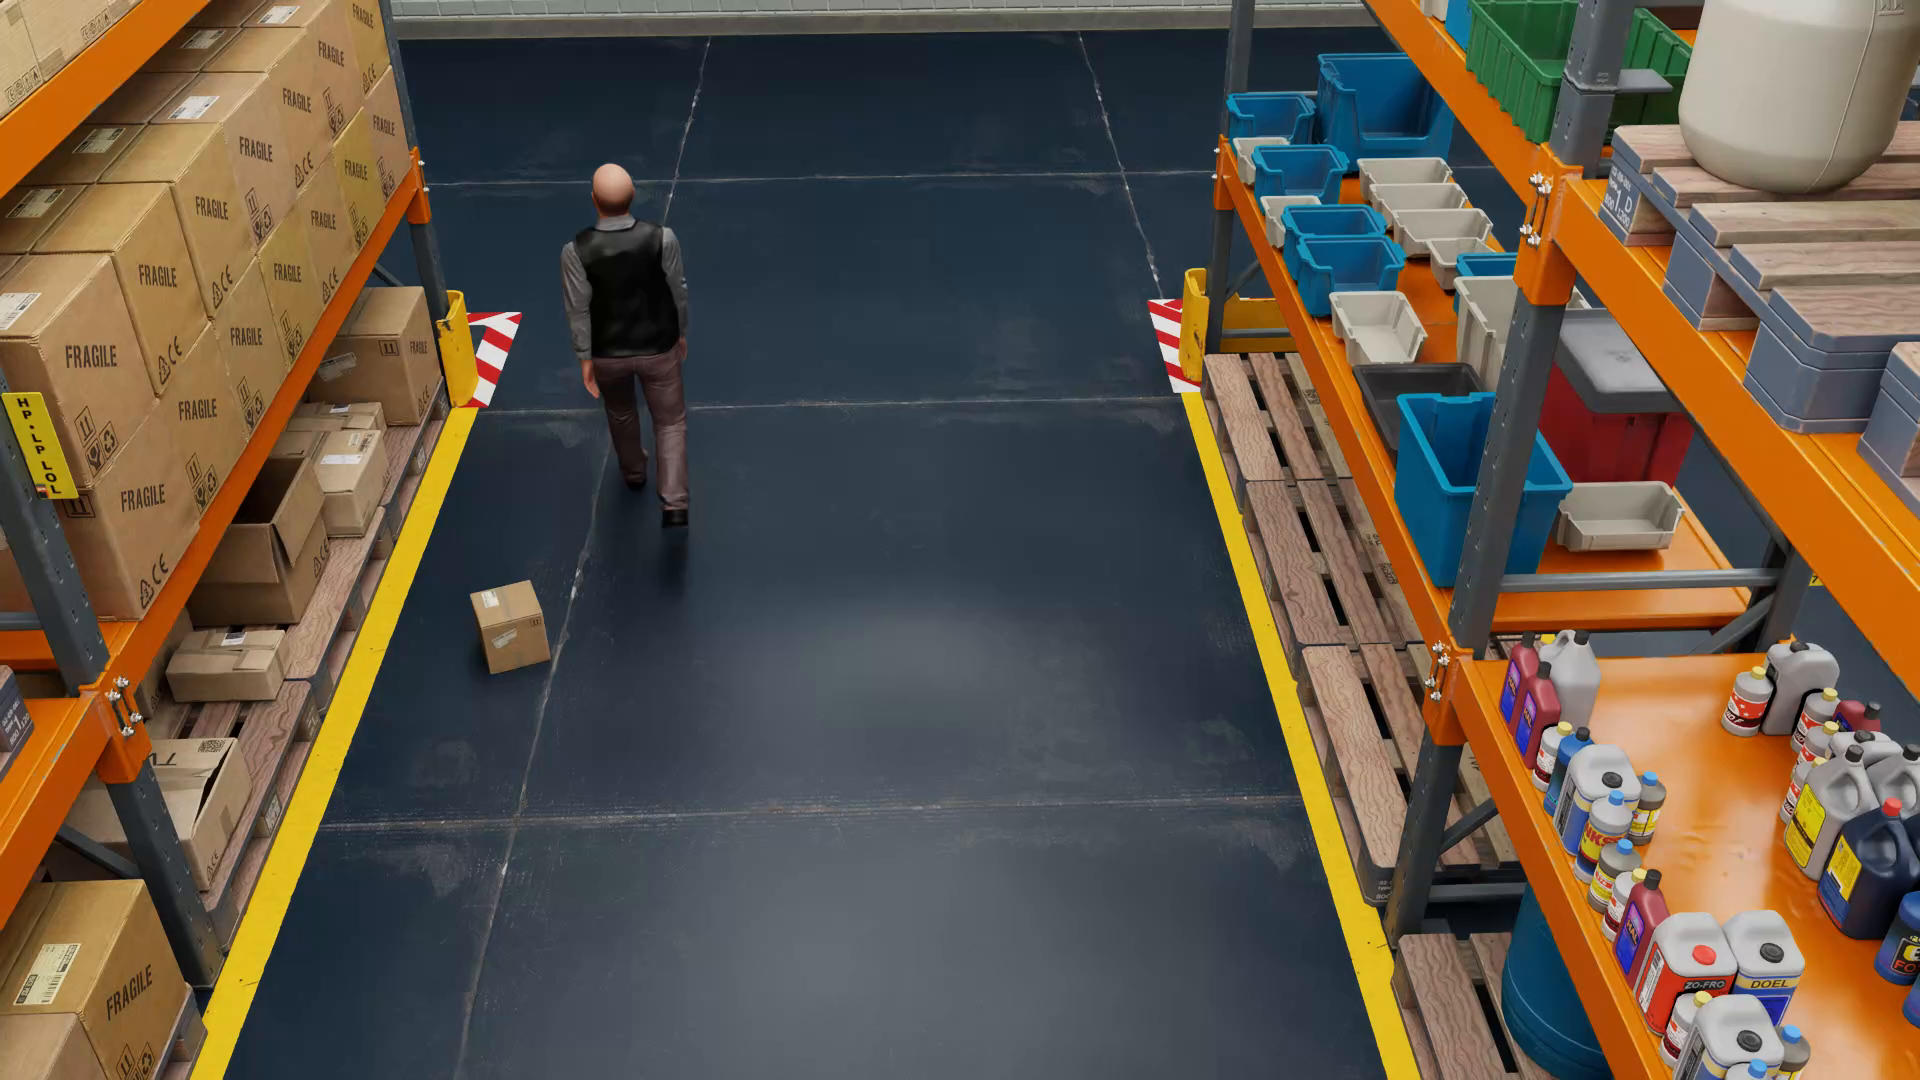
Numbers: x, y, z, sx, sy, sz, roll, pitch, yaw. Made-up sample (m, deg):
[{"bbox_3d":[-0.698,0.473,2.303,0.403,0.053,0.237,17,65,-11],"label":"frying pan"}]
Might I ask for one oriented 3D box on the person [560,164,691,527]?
[{"bbox_3d":[-1.447,-0.840,7.370,0.531,1.690,0.955,-7,36,-9],"label":"person"}]
